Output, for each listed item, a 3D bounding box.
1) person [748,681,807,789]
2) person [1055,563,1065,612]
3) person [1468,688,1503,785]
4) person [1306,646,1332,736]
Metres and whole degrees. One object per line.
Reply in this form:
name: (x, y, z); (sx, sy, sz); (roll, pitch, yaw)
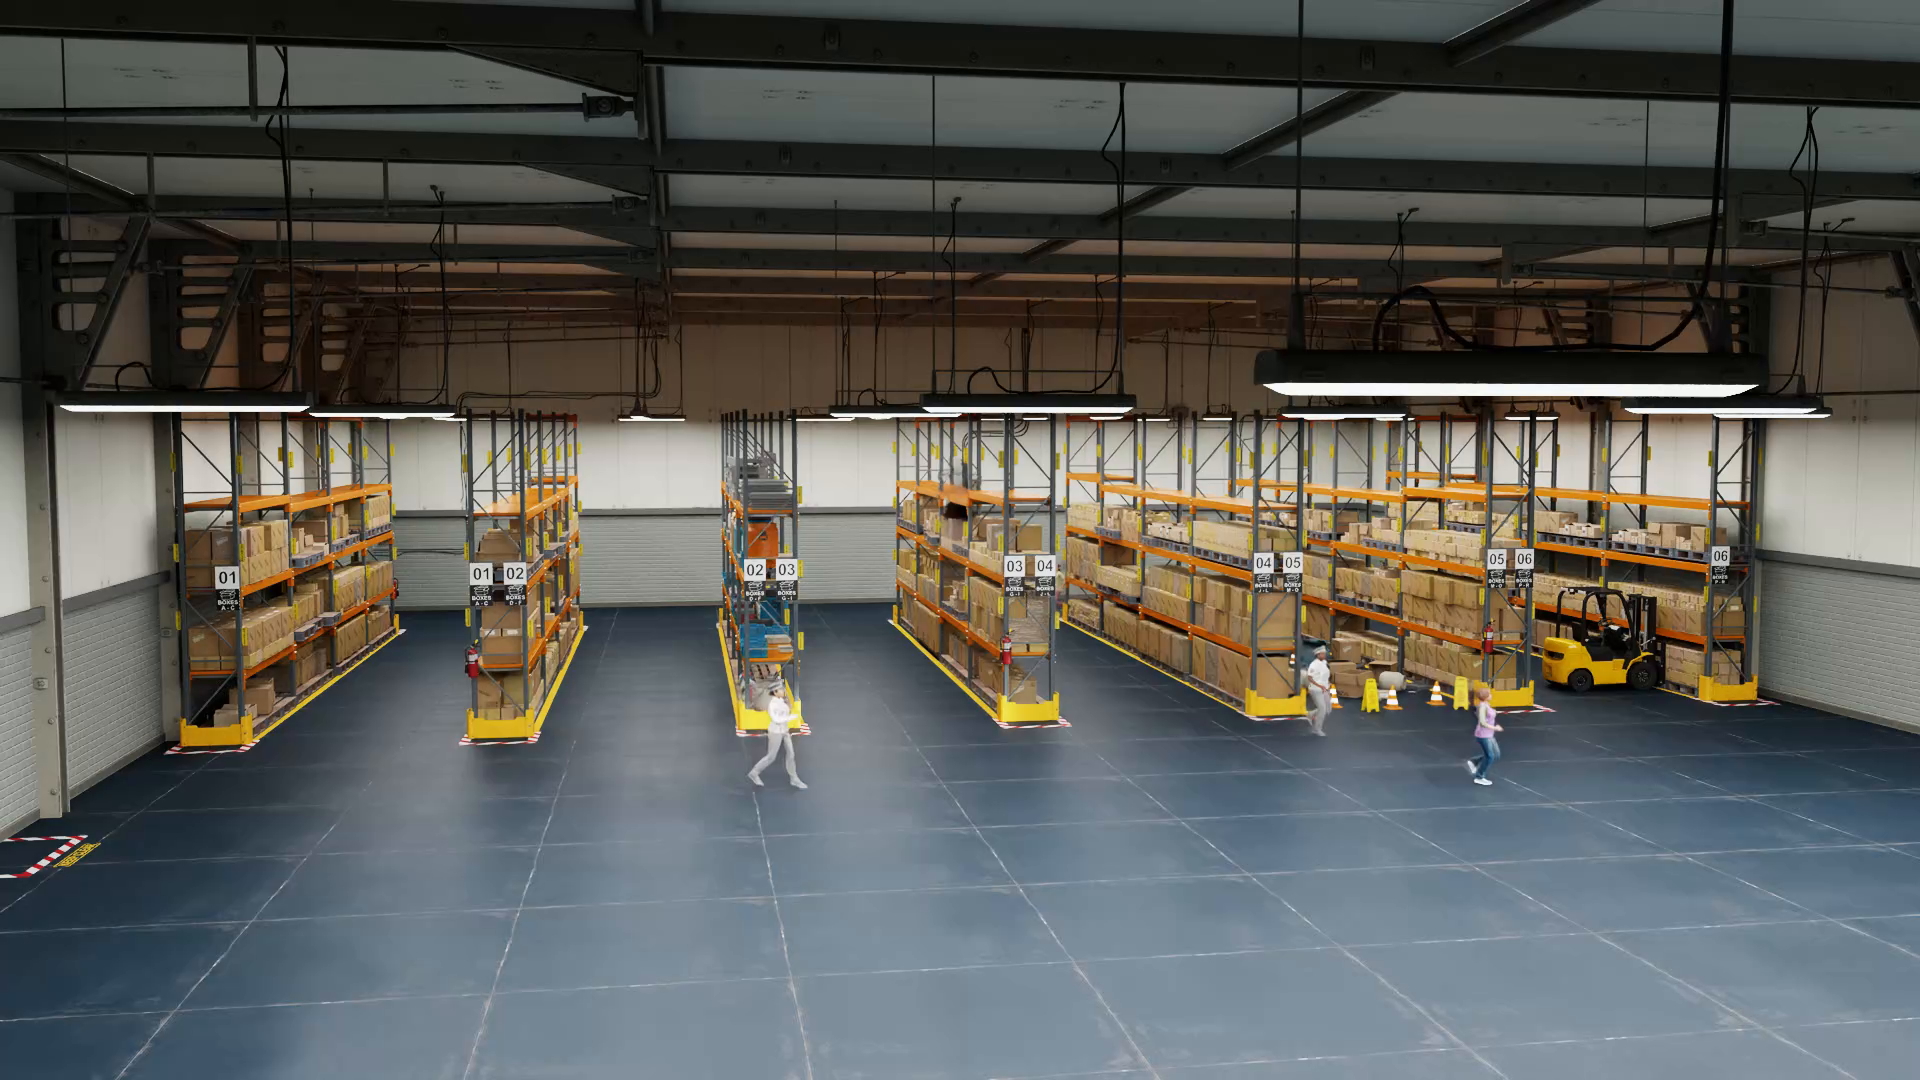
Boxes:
person: (-2.851, 3.038, 26.013); (0.924, 1.696, 0.604); (1, 4, 12)
person: (2.865, 1.472, 49.378); (0.559, 1.598, 0.623); (-3, 5, -37)
person: (8.328, 3.108, 26.358); (0.563, 1.554, 0.555); (2, 4, 28)
person: (6.626, 2.769, 30.706); (0.610, 1.668, 0.570); (-4, 5, -43)
